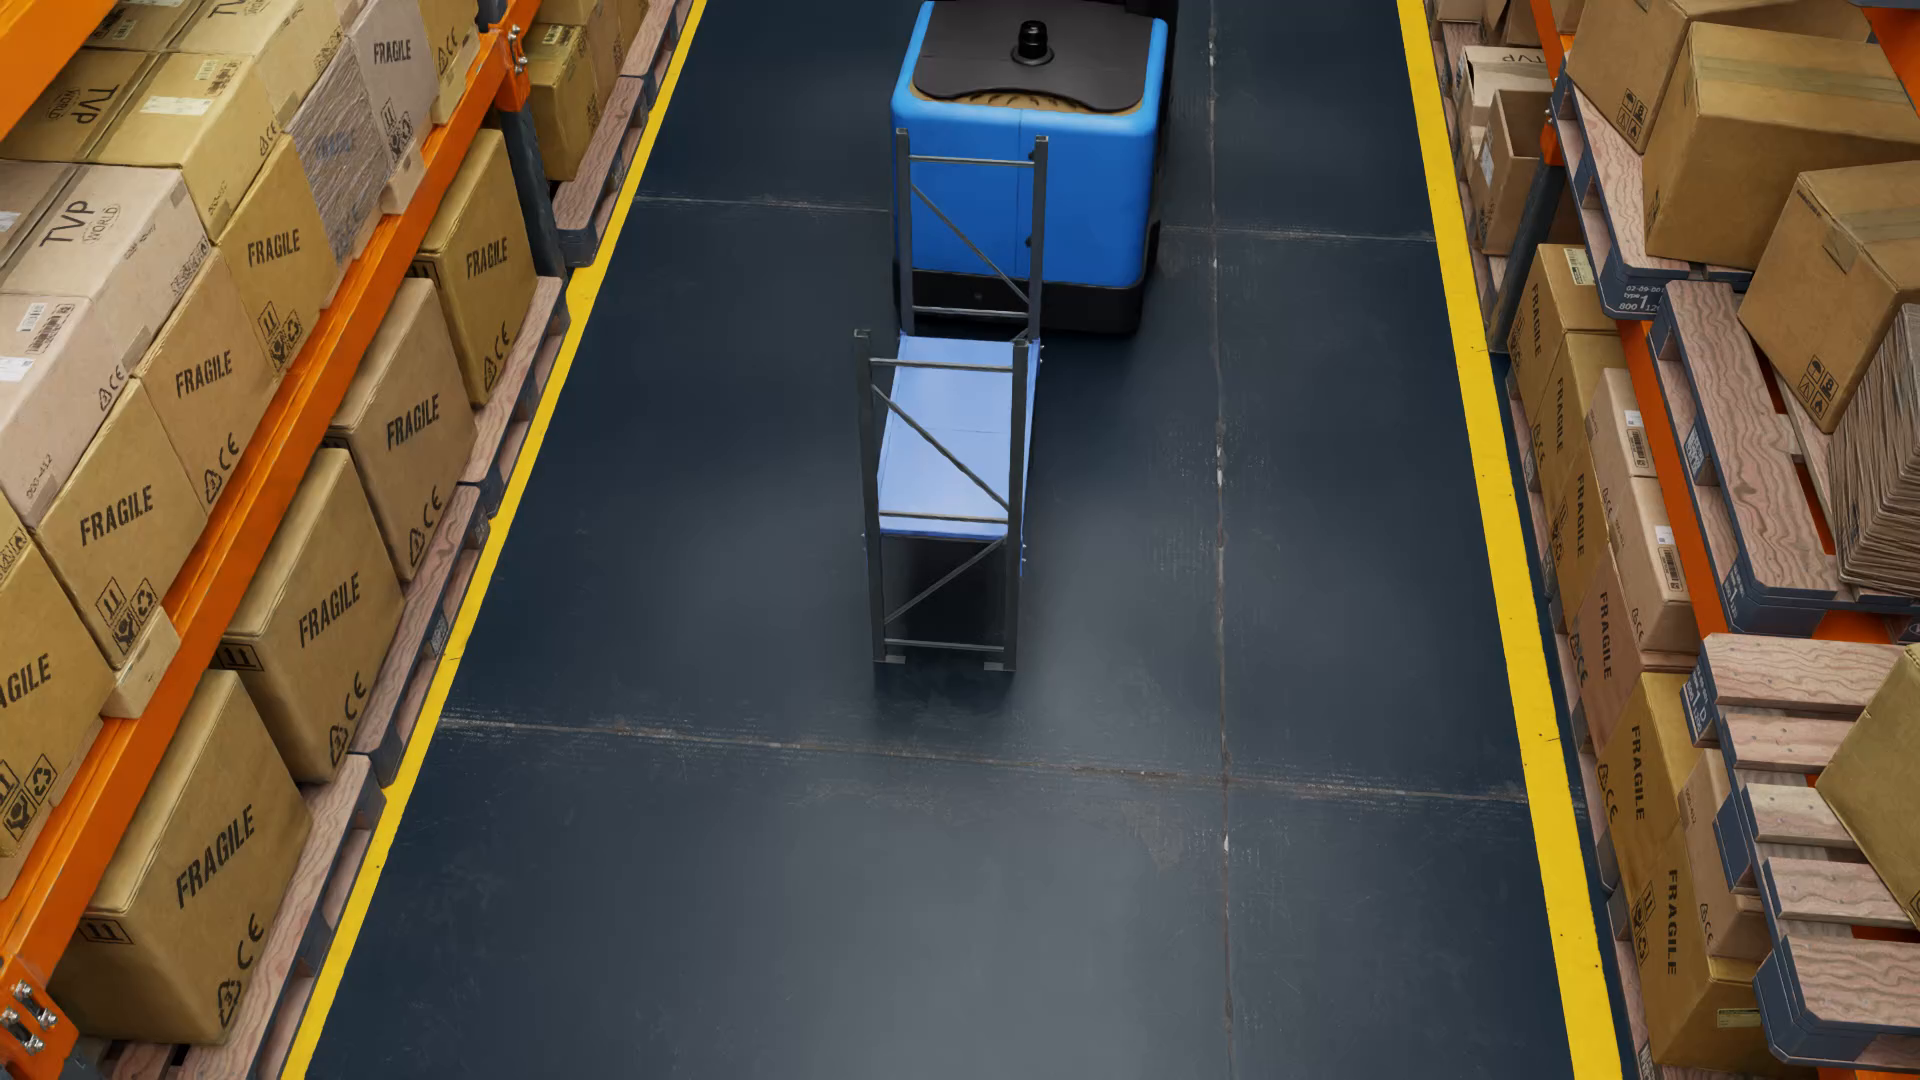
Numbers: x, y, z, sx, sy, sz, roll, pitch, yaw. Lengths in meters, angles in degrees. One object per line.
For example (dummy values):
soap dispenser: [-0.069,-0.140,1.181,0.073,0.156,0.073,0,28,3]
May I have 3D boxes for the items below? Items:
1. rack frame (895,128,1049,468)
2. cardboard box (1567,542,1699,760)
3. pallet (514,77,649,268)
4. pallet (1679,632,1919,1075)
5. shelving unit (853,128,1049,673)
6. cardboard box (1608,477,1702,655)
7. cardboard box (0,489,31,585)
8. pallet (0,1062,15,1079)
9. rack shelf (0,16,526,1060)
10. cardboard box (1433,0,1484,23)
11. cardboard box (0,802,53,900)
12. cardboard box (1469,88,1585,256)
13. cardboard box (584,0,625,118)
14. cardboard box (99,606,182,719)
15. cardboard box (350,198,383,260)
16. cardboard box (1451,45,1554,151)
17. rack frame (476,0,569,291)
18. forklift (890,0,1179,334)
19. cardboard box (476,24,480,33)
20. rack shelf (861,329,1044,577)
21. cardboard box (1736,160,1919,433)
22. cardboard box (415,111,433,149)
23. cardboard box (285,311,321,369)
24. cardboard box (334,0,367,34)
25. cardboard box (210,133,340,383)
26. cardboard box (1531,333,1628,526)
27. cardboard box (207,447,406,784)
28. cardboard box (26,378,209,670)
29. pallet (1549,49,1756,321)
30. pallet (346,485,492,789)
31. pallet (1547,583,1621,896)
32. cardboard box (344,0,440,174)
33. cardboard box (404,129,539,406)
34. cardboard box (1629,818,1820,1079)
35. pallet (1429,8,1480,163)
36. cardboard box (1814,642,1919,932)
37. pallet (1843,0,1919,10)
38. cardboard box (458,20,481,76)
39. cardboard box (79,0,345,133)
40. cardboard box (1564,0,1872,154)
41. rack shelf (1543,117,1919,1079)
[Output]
rack frame: [0.039,-0.817,5.981,0.500,1.500,0.032,4,48,4]
cardboard box: [2.293,0.363,5.281,0.500,0.500,0.500,2,48,2]
pallet: [-2.069,-1.744,7.703,1.003,0.211,1.213,4,48,4]
pallet: [2.345,0.700,3.707,1.213,0.211,1.003,4,48,4]
shelving unit: [-0.008,-0.443,5.639,0.538,1.500,1.048,4,48,4]
cardboard box: [2.294,0.083,5.029,0.500,0.250,0.500,3,48,3]
cardboard box: [-2.280,0.076,3.357,0.500,0.250,0.500,5,48,4]
pallet: [-2.540,1.403,3.064,1.213,0.211,1.003,4,48,4]
rack shelf: [-2.398,-0.420,5.089,1.077,0.370,4.000,4,48,4]
cardboard box: [2.659,-2.846,8.386,0.500,0.250,0.500,4,48,4]
cardboard box: [-2.320,0.659,3.771,0.380,0.149,0.250,3,48,3]
cardboard box: [2.487,-1.544,7.026,0.500,0.500,0.500,4,48,4]
cardboard box: [-1.997,-2.342,7.768,0.700,0.500,0.500,3,48,3]
cardboard box: [-2.180,0.285,4.113,0.380,0.149,0.250,5,48,5]
cardboard box: [-2.087,-1.039,5.324,0.380,0.149,0.250,4,48,4]
cardboard box: [2.555,-2.032,7.599,0.500,0.311,0.500,4,48,4]
rack frame: [-2.216,-2.132,6.167,1.000,3.000,0.127,4,48,4]
forklift: [0.446,-2.949,6.961,1.130,2.935,3.031,6,48,6]
cardboard box: [-2.257,-2.099,7.106,0.380,0.149,0.250,4,48,3]
rack shelf: [-0.008,-0.322,5.772,0.538,0.185,1.000,4,48,4]
cardboard box: [2.618,-0.675,4.482,0.700,0.500,0.500,-7,48,-6]
cardboard box: [-2.033,-1.412,5.666,0.380,0.149,0.250,5,48,5]
cardboard box: [-2.160,-0.662,4.979,0.380,0.149,0.250,5,48,5]
cardboard box: [-2.060,-1.791,5.064,0.500,0.250,0.500,5,48,4]
cardboard box: [-2.139,-0.805,4.671,0.500,0.500,0.500,5,48,5]
cardboard box: [2.393,-0.375,5.956,0.500,0.500,0.500,4,48,4]
cardboard box: [-2.297,0.216,5.192,0.750,0.750,0.750,4,48,3]
cardboard box: [-2.225,-0.058,3.987,0.500,0.500,0.500,5,48,5]
pallet: [2.536,-1.157,5.406,1.003,0.211,1.213,4,48,4]
pallet: [-2.320,0.280,5.851,1.003,0.211,1.213,4,48,4]
pallet: [2.572,0.639,5.523,1.003,0.211,1.213,4,48,4]
cardboard box: [-2.044,-1.541,5.344,0.500,0.500,0.500,4,48,4]
cardboard box: [-2.146,-1.062,6.361,0.750,0.750,0.750,4,48,4]
cardboard box: [2.204,1.130,4.580,0.500,0.500,0.500,6,48,5]
pallet: [2.889,-2.264,8.178,1.003,0.211,1.213,4,48,4]
cardboard box: [2.298,0.492,3.415,0.700,0.500,0.500,-11,48,-10]
pallet: [2.496,-1.514,3.696,1.213,0.211,1.003,4,48,4]
cardboard box: [-1.965,-1.787,6.008,0.380,0.149,0.250,4,48,4]
cardboard box: [-2.107,-1.416,4.721,0.500,0.250,0.500,5,48,4]
cardboard box: [2.451,-1.644,5.369,0.700,0.500,0.500,-11,48,-10]
rack shelf: [2.535,-0.089,4.786,1.077,0.370,4.000,4,48,4]
